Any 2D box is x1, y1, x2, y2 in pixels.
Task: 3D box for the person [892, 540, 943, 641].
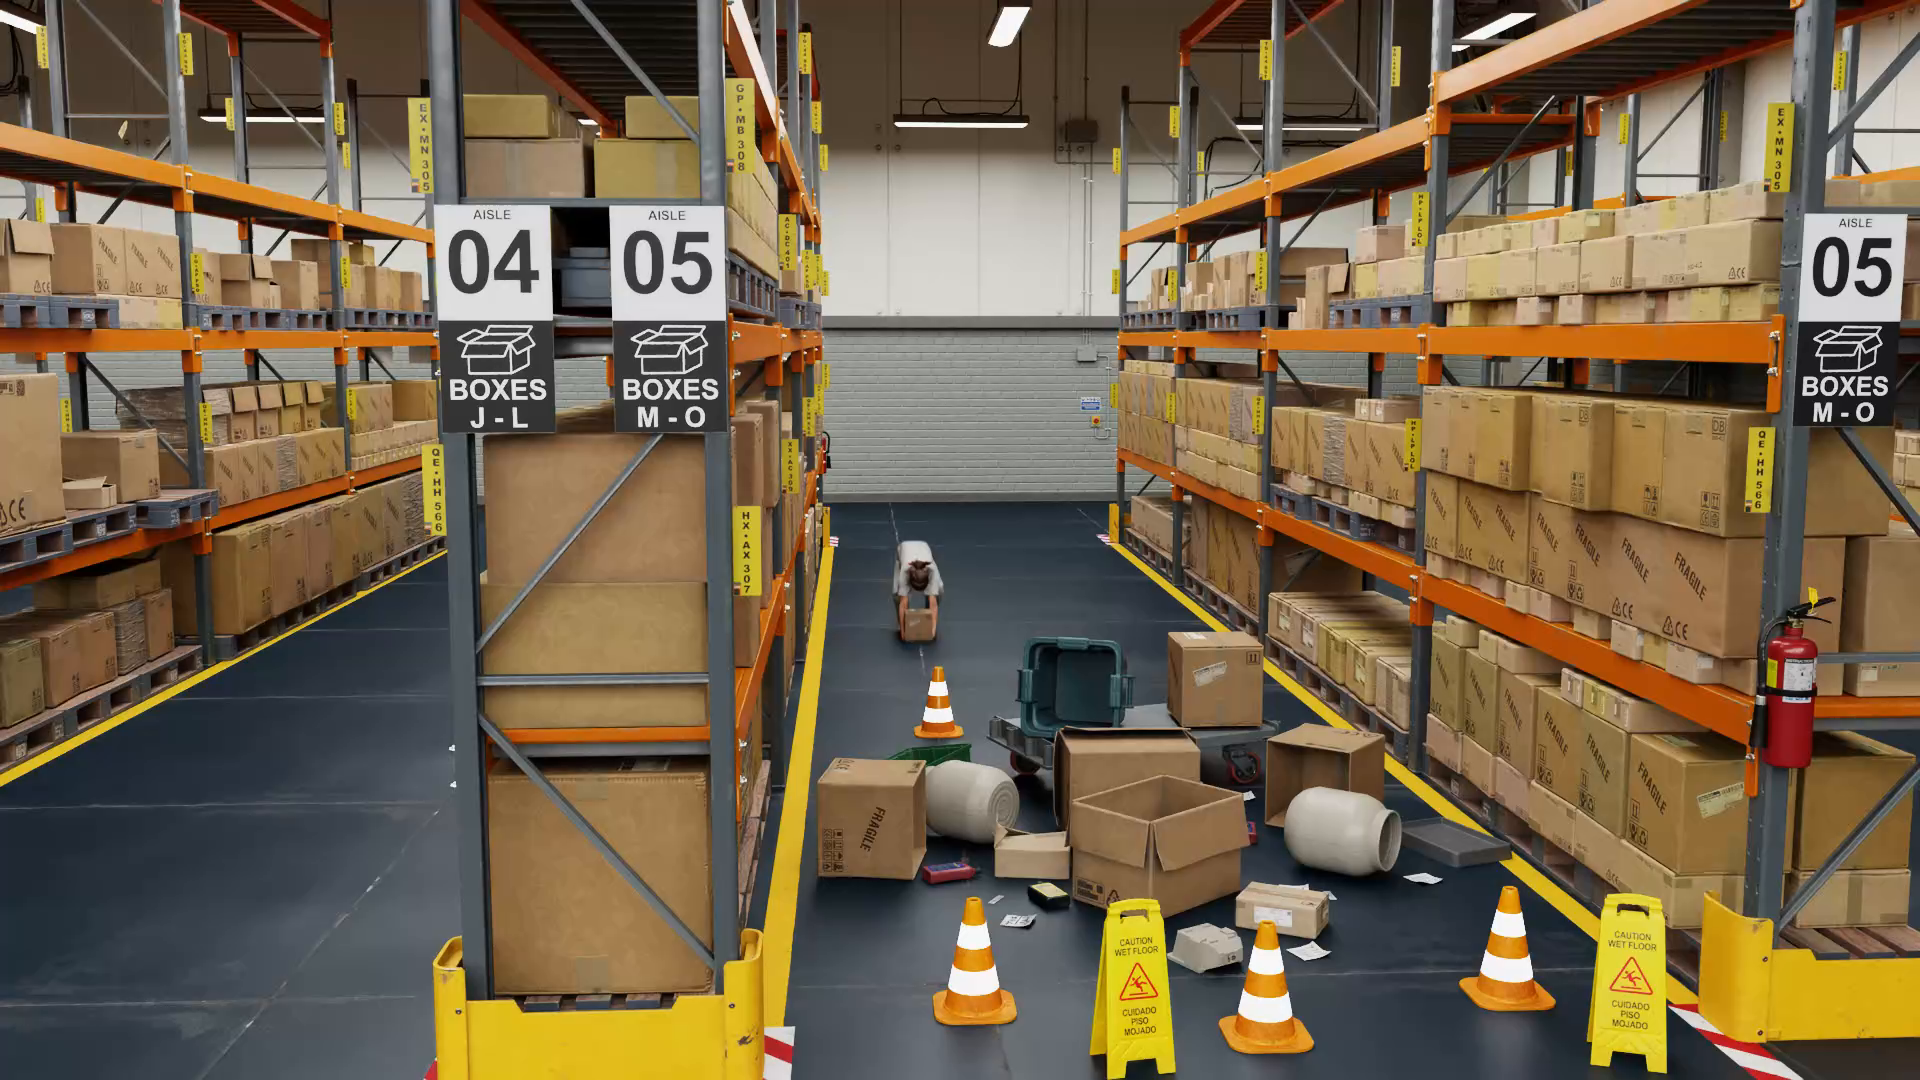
[{"bbox_3d":[-0.392,0.455,15.414,0.476,0.852,0.852,-1,7,-6],"label":"person"}]
